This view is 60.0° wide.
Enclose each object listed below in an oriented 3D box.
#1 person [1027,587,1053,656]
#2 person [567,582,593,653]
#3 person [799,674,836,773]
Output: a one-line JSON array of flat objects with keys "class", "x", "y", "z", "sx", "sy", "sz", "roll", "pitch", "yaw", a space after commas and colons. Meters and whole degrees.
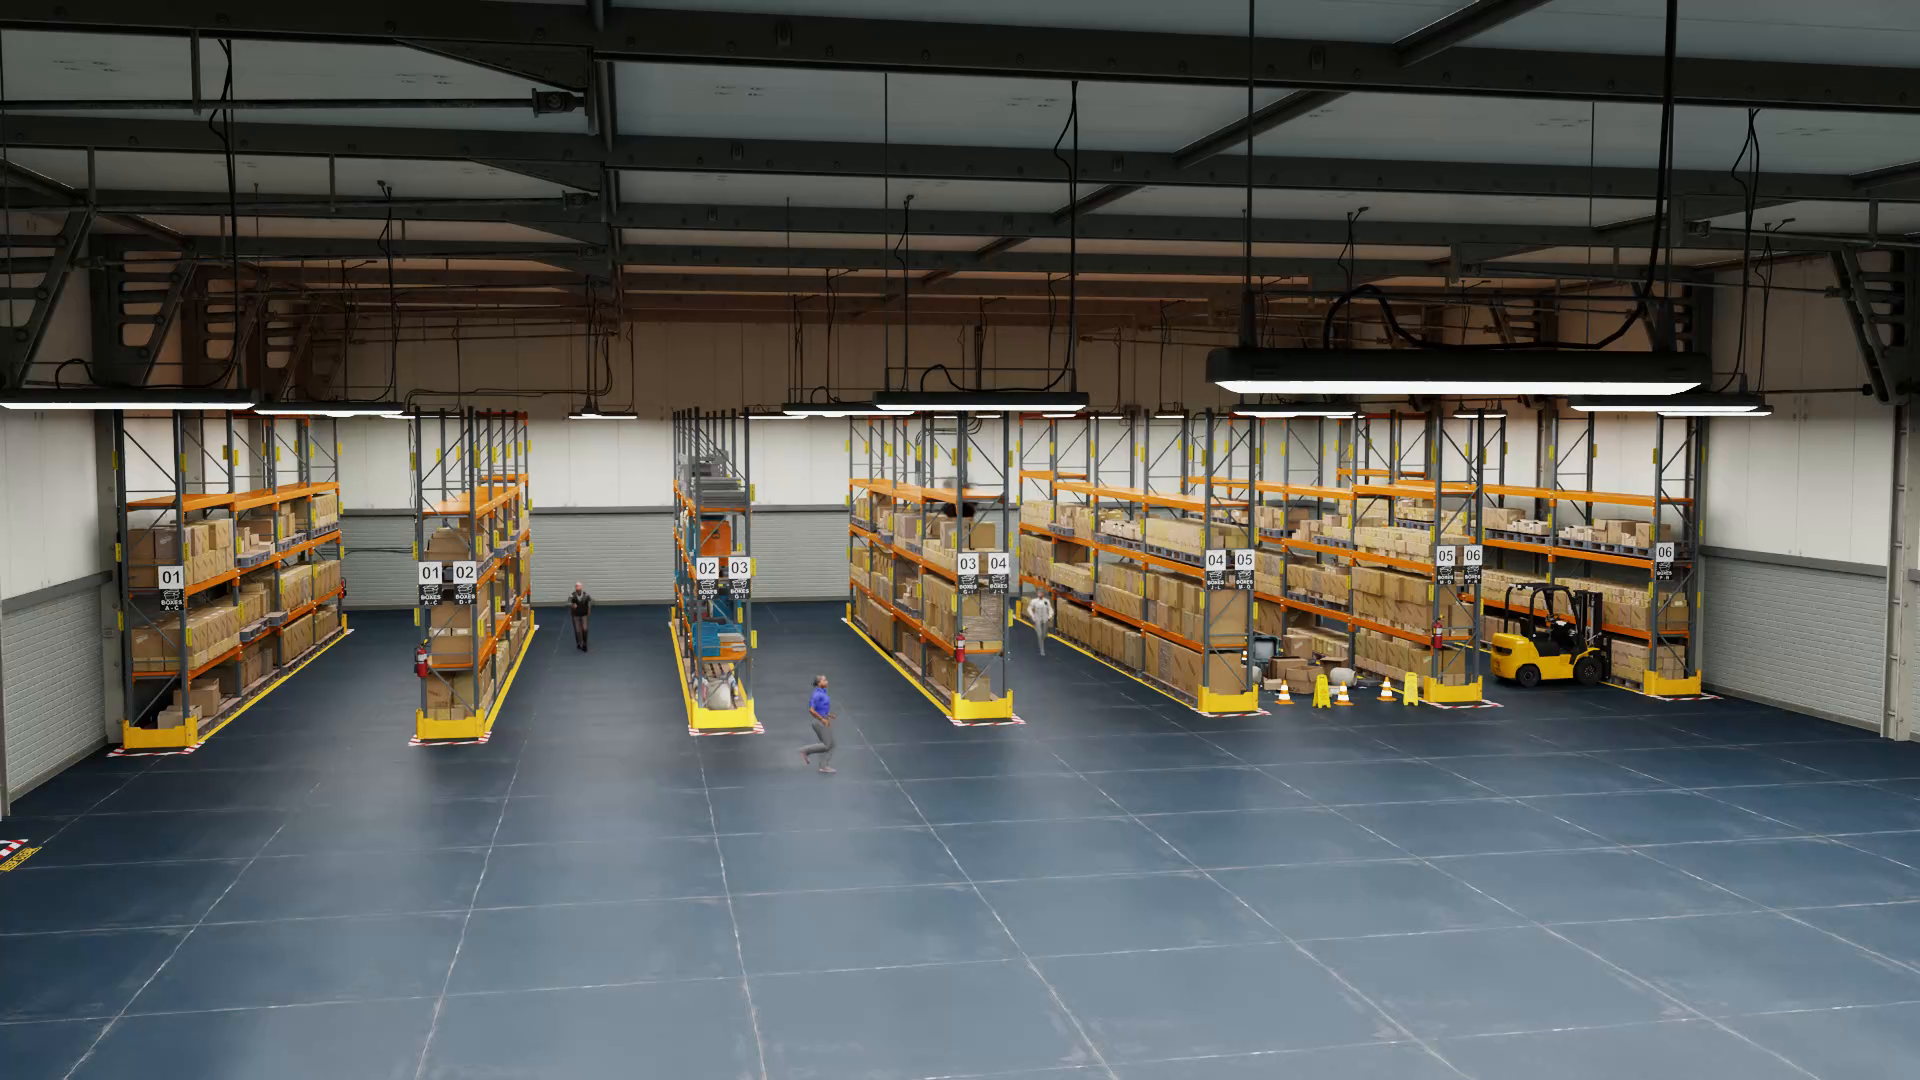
[{"class": "person", "x": 1.982, "y": 1.980, "z": 40.881, "sx": 0.635, "sy": 1.670, "sz": 0.781, "roll": -1, "pitch": 4, "yaw": -7}, {"class": "person", "x": -9.465, "y": 1.934, "z": 41.417, "sx": 0.635, "sy": 1.767, "sz": 0.756, "roll": -1, "pitch": 4, "yaw": -13}, {"class": "person", "x": -2.315, "y": 2.994, "z": 27.171, "sx": 0.589, "sy": 1.615, "sz": 0.575, "roll": 1, "pitch": 4, "yaw": 9}]
